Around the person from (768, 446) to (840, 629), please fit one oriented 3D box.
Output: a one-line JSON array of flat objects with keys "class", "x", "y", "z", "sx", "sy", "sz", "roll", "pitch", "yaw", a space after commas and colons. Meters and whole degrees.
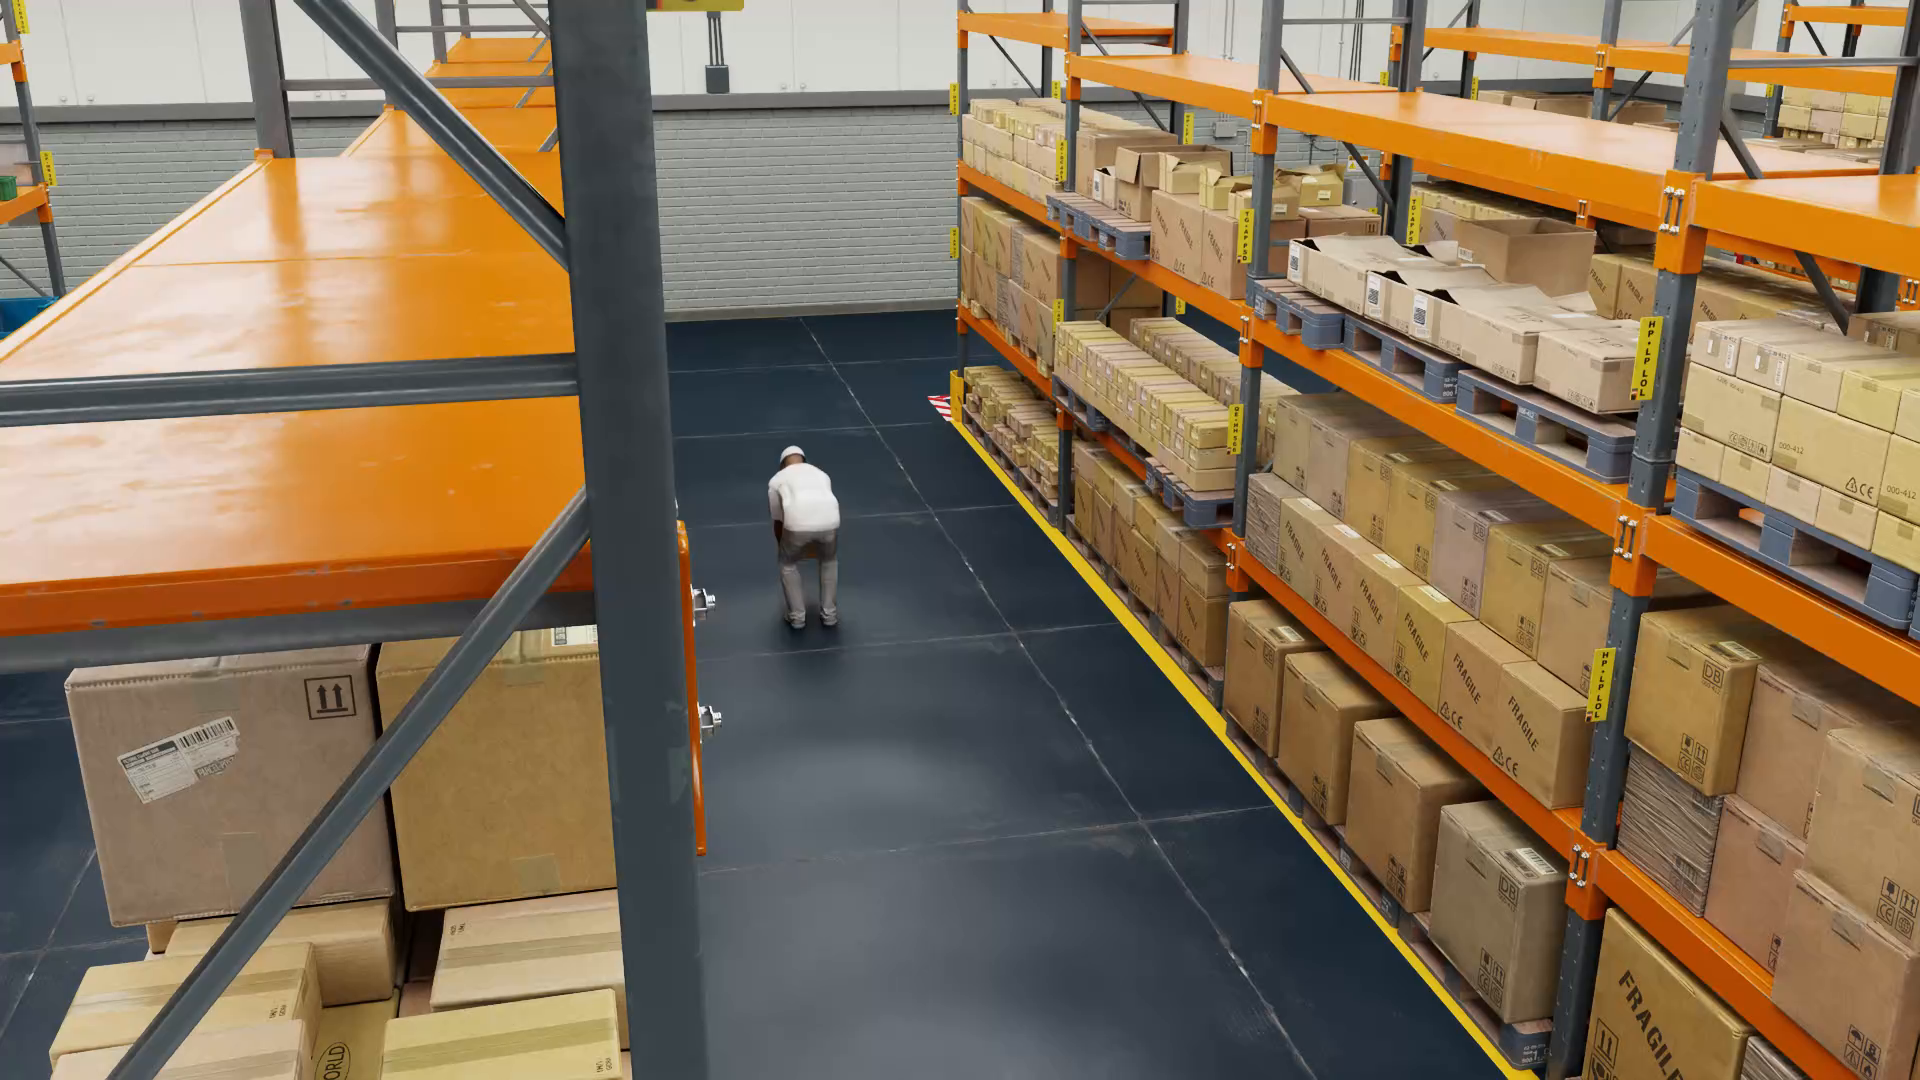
[{"class": "person", "x": -1.213, "y": -0.027, "z": 12.871, "sx": 0.496, "sy": 1.255, "sz": 0.940, "roll": -5, "pitch": 20, "yaw": -15}]
